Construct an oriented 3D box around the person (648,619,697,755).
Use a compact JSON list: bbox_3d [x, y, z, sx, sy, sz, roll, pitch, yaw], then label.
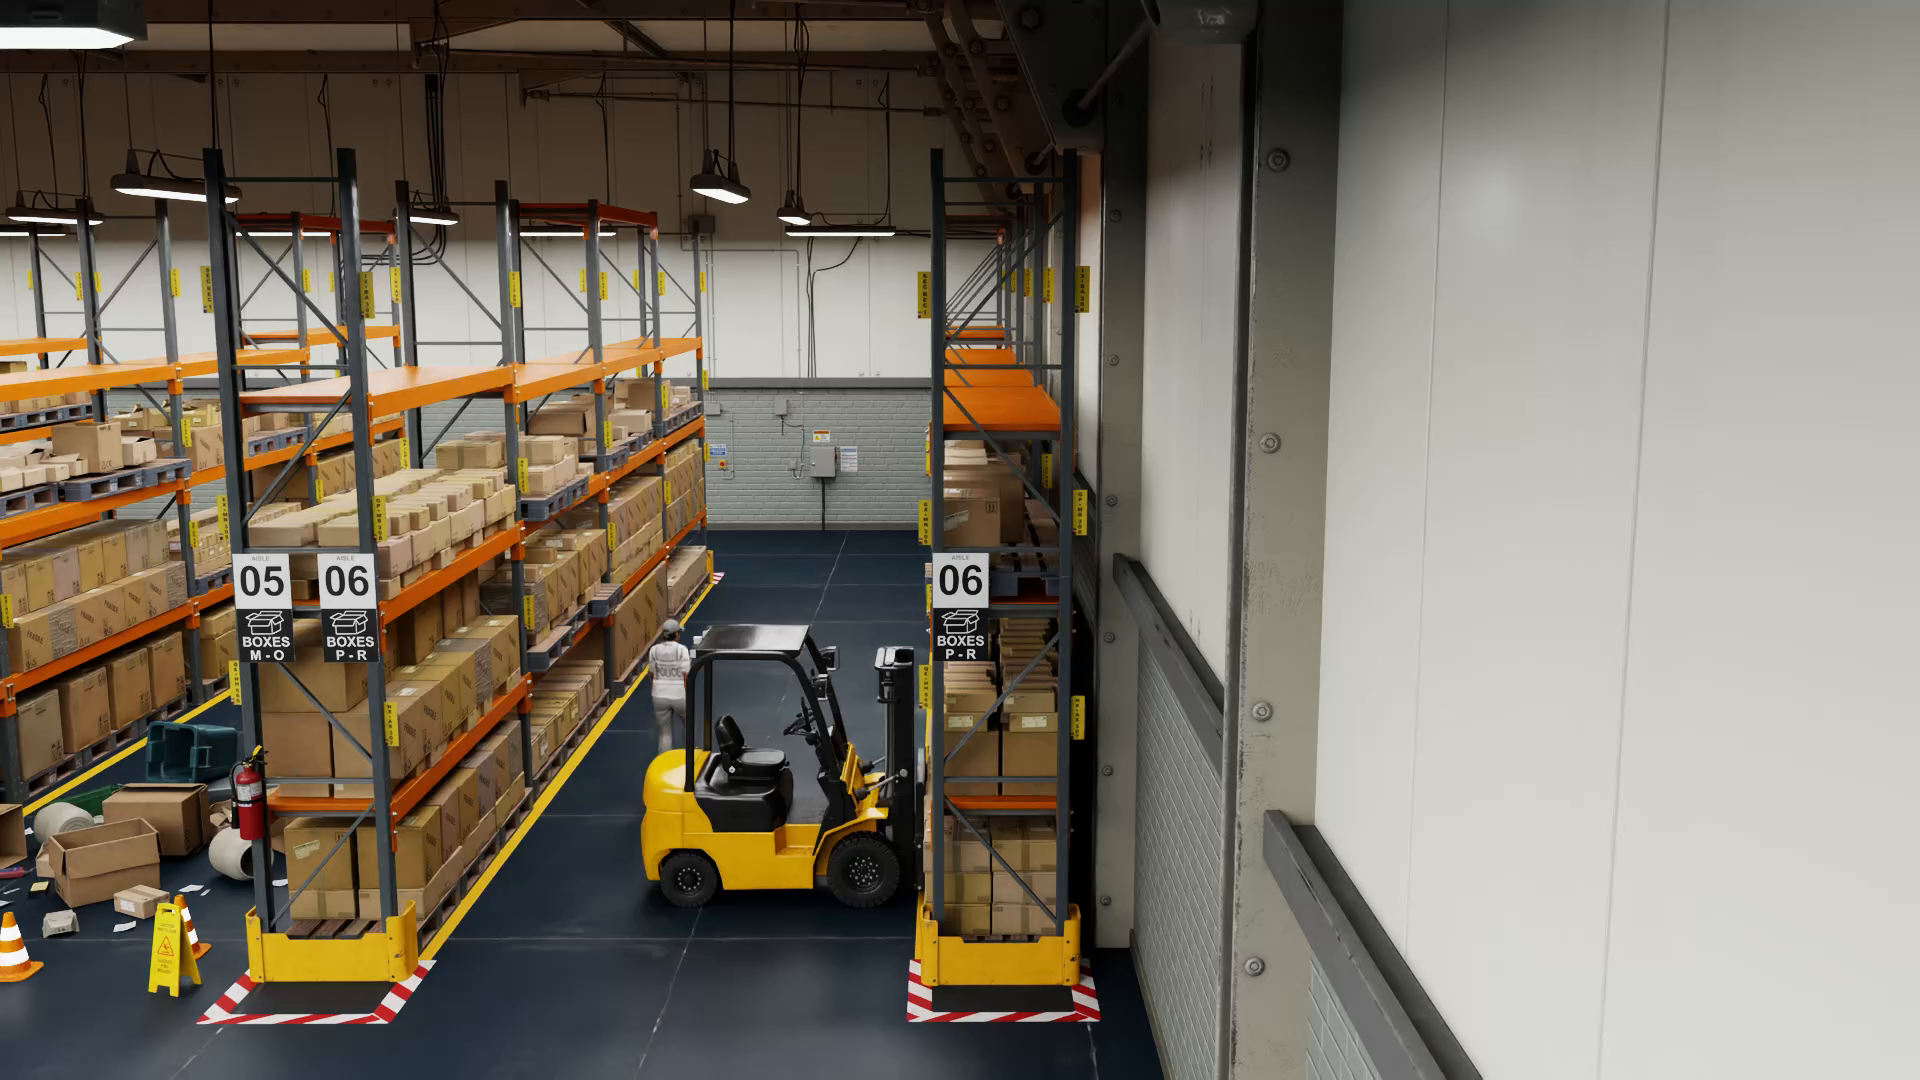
[{"bbox_3d":[-2.949,1.637,17.037,0.469,1.682,0.743,0,9,-3],"label":"person"}]
